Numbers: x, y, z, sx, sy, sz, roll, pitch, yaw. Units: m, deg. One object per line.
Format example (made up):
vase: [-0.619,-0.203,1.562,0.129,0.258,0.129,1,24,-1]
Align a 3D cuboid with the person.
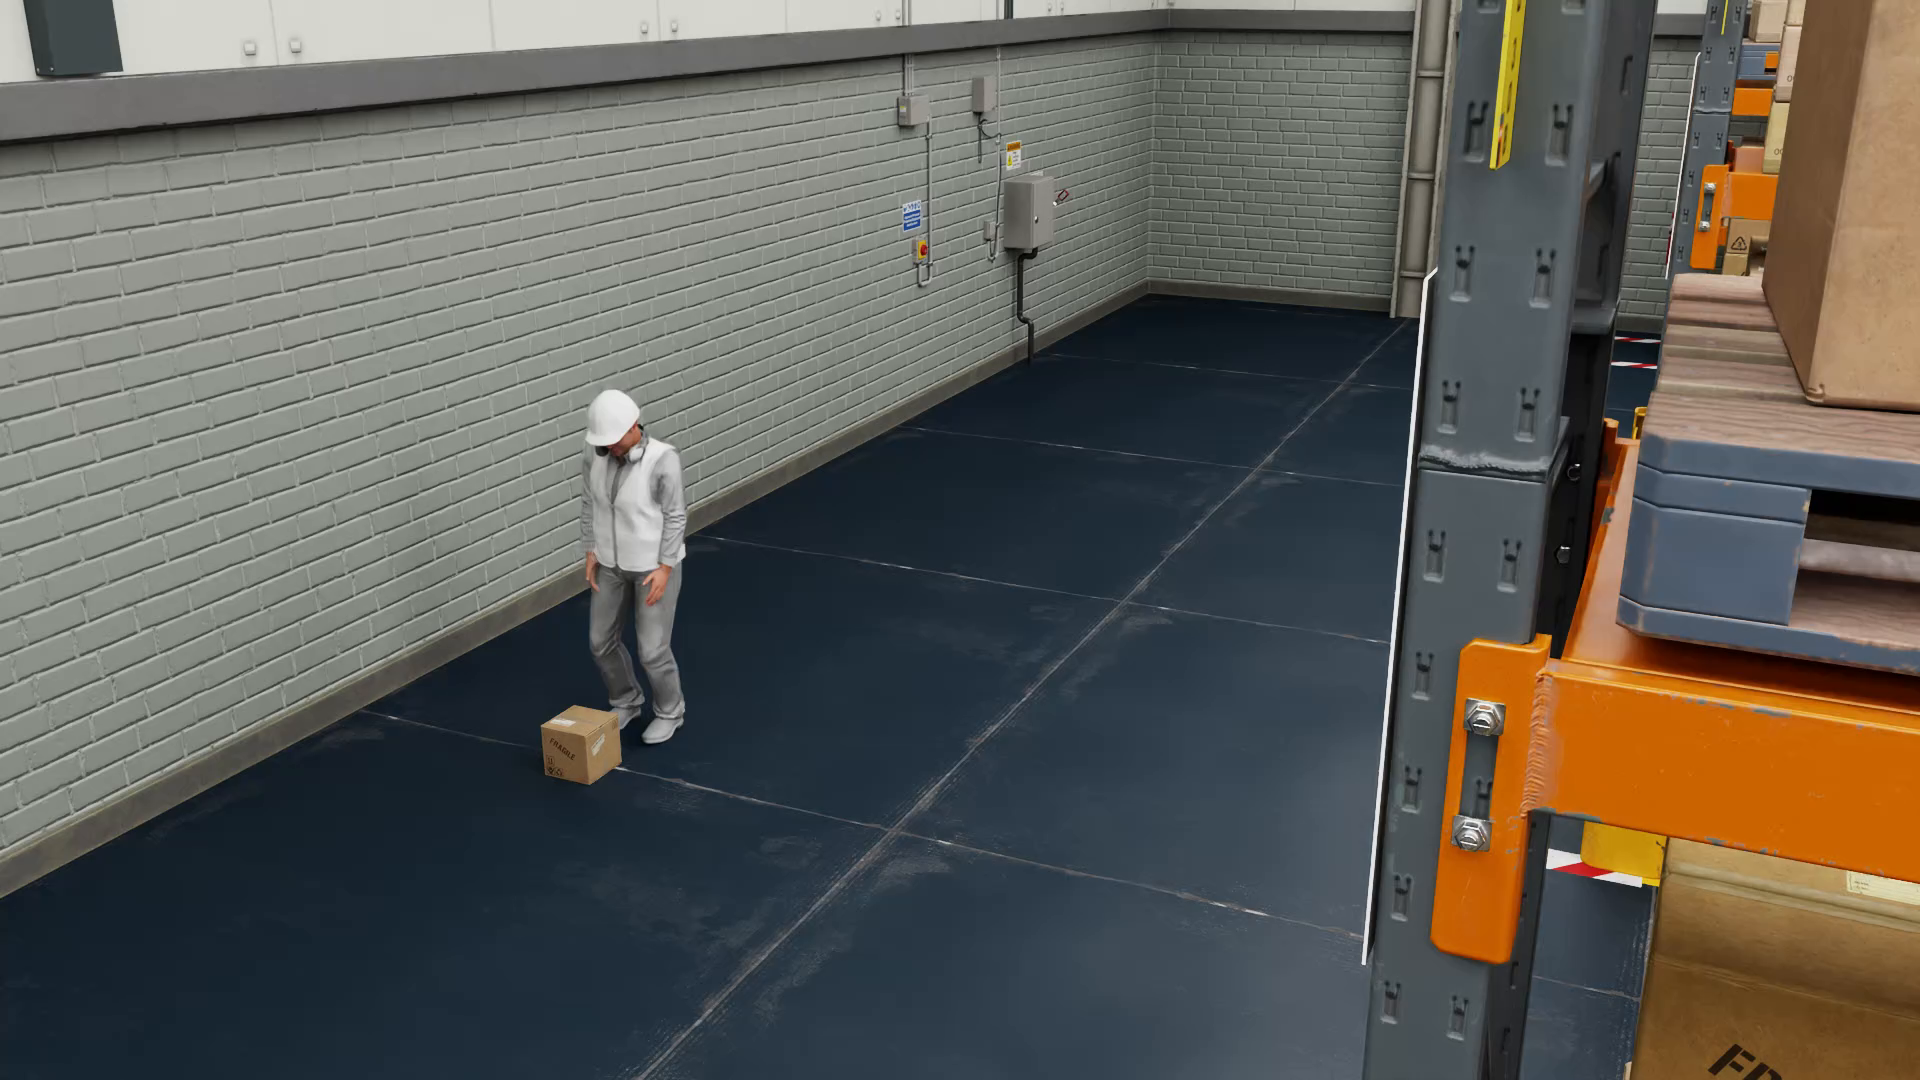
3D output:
person: [-1.518,0.114,7.789,0.560,1.719,0.476,9,21,24]
